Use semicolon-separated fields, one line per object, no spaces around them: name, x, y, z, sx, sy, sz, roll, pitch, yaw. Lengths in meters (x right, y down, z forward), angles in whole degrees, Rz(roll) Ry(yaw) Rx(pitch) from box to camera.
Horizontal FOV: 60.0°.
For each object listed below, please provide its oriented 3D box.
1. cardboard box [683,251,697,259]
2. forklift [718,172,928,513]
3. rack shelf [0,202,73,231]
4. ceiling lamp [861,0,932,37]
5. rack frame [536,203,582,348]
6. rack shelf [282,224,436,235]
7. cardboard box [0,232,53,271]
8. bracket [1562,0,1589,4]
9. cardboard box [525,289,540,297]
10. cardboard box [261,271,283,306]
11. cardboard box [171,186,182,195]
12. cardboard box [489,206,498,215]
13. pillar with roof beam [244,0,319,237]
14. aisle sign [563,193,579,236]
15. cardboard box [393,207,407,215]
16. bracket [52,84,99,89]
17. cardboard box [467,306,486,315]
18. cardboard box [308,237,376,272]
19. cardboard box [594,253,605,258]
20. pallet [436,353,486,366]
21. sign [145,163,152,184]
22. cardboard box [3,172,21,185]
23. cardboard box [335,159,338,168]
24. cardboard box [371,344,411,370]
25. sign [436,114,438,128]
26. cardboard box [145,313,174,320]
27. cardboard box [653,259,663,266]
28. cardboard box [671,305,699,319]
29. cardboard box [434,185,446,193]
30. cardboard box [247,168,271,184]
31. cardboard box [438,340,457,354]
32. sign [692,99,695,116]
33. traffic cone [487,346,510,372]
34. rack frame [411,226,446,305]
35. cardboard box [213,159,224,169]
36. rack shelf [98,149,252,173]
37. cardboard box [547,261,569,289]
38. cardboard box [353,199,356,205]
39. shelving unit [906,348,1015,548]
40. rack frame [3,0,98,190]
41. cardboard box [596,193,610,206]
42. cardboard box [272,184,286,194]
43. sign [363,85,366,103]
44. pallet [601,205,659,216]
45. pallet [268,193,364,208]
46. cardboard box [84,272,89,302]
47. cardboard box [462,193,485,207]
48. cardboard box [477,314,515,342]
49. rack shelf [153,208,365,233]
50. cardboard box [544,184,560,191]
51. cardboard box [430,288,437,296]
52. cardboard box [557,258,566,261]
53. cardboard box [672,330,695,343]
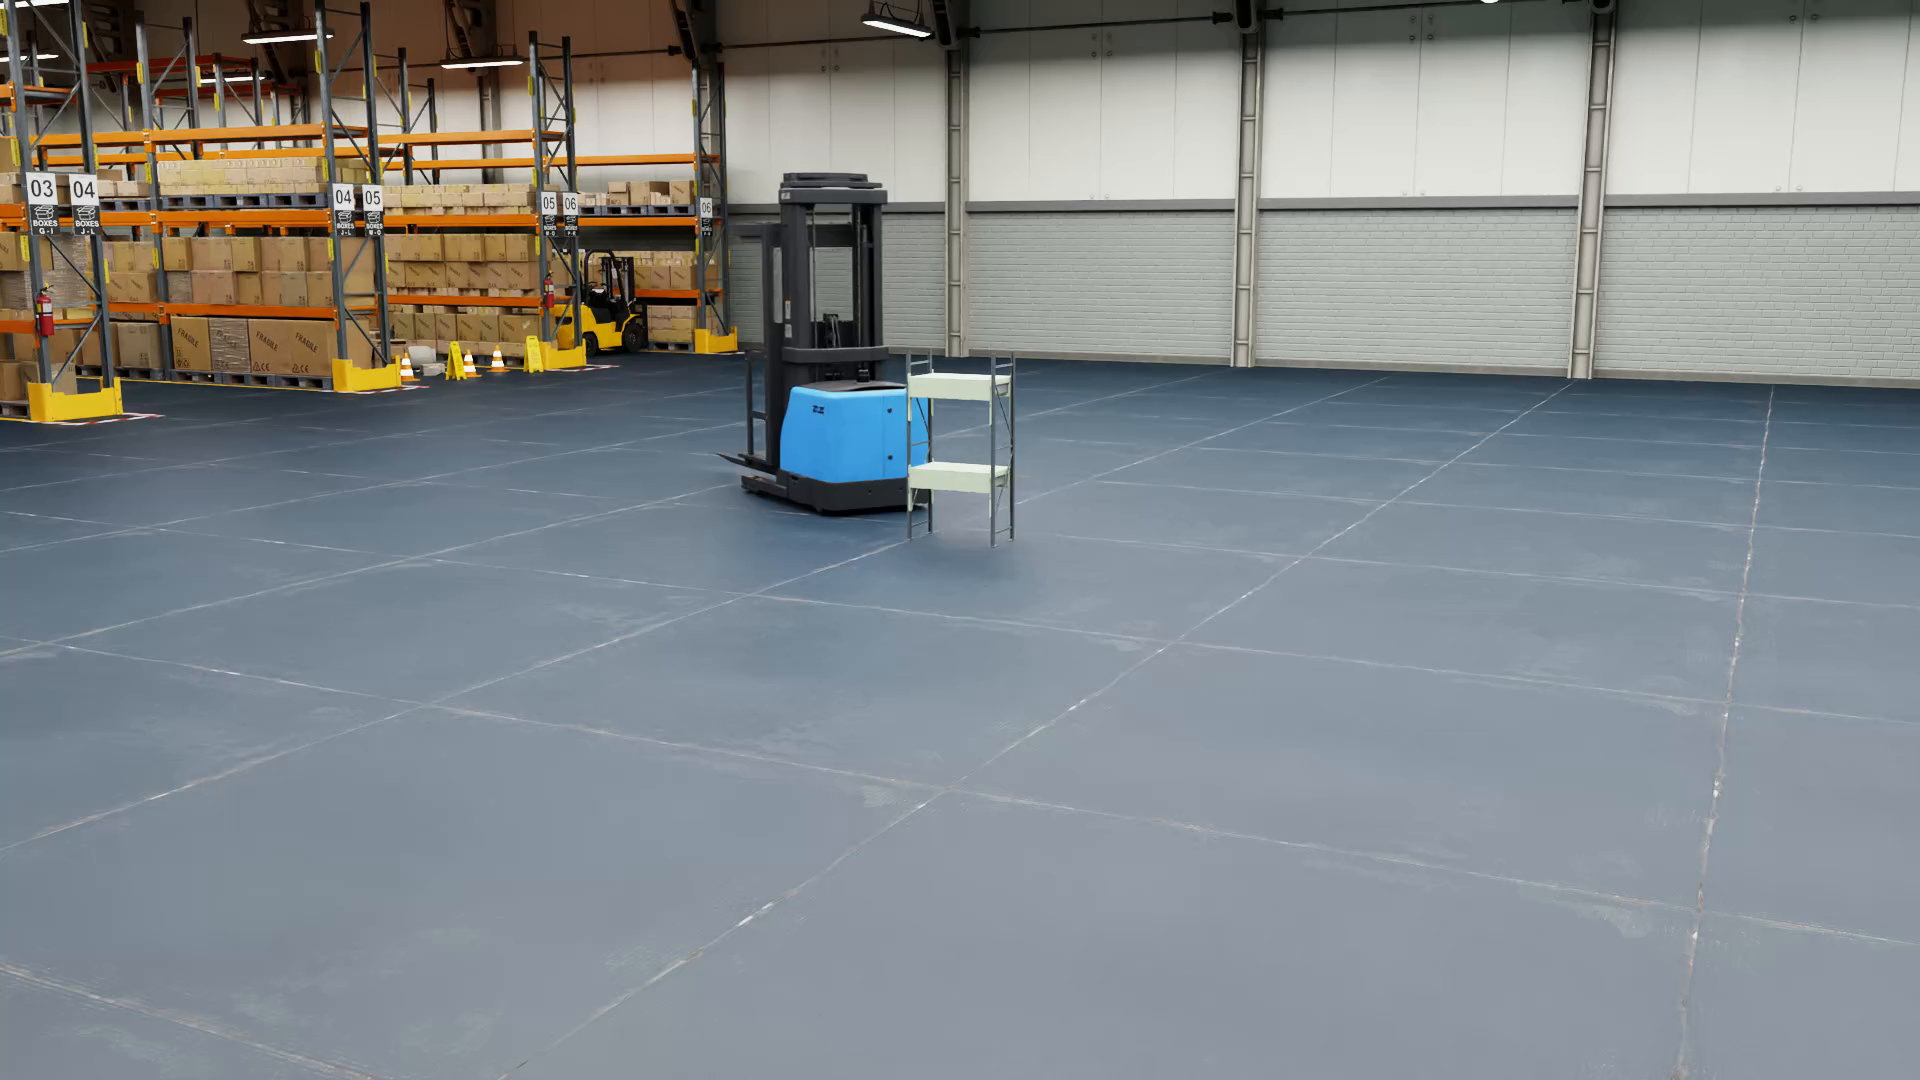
cardboard box;-5.624;-6.005;35.051;0.250;0.149;0.380;5;11;26
forklift;-1.408;-1.895;15.470;1.130;2.935;3.031;-6;12;-29
rack shelf;-13.581;-4.400;22.715;4.000;0.370;1.077;5;11;26
ceiling lamp;-0.832;-10.171;27.772;0.800;3.185;2.000;5;11;26
rack frame;-7.402;-4.703;30.792;0.127;3.000;1.000;5;11;26
rack shelf;-14.177;-7.406;39.325;4.000;0.370;1.077;5;11;26
cardboard box;-12.390;-3.811;21.944;0.500;0.500;0.500;5;11;26
bracket;10.178;-8.975;27.448;0.430;0.232;0.235;5;11;26
cardboard box;-7.832;-4.574;30.788;0.250;0.149;0.380;5;12;28
cardboard box;-10.804;-4.104;27.063;0.550;0.550;0.875;5;11;26
cardboard box;-12.680;-5.725;27.261;0.250;0.149;0.380;5;11;26
cardboard box;-8.505;-6.110;30.850;0.250;0.149;0.380;5;11;26
pillar with roof beam;-18.101;-8.905;37.164;0.548;9.000;9.100;5;11;26
aisle sign;-7.210;-6.027;30.807;0.004;0.787;0.394;5;11;26
cardboard box;-10.609;-6.277;31.771;0.250;0.149;0.380;5;11;26
bracket;-24.612;-12.032;44.338;5.218;0.066;0.076;5;11;26
cardboard box;-9.055;-4.326;31.323;0.250;0.149;0.380;6;12;28
cardboard box;-9.818;-4.545;26.466;0.550;0.550;0.875;5;11;26
cardboard box;-7.705;-6.176;35.992;0.250;0.149;0.380;5;11;25
pallet;-9.273;-3.503;31.991;1.213;0.211;1.003;5;11;26
sign;-13.320;-6.017;27.297;0.005;0.325;0.100;5;11;26
cardboard box;-12.174;-4.690;21.603;0.250;0.149;0.380;5;11;26
cardboard box;-9.885;-6.002;26.554;0.250;0.149;0.380;5;11;26
cardboard box;-10.098;-3.208;29.545;0.637;0.503;0.797;-2;11;-14
sign;-12.141;-9.705;38.517;0.005;0.325;0.100;5;11;26
cardboard box;-16.759;-4.703;35.583;0.875;0.875;0.875;5;12;27
cardboard box;-6.309;-5.914;35.381;0.250;0.149;0.380;5;11;25
cardboard box;-5.760;-4.828;35.217;0.500;0.250;0.500;5;12;28
cardboard box;-9.659;-6.592;31.274;0.250;0.149;0.380;5;11;25
cardboard box;-10.963;-5.782;26.458;0.500;0.250;0.500;5;11;25
cardboard box;-9.619;-3.700;31.795;0.500;0.250;0.500;5;11;25
sign;-5.462;-8.861;34.077;0.005;0.325;0.100;5;11;26
traffic cone;-8.359;-3.282;30.067;0.334;0.463;0.336;5;11;26
rack frame;-12.384;-6.126;38.657;0.127;3.000;1.000;5;11;26
cardboard box;-11.771;-6.037;26.748;0.250;0.149;0.380;5;11;26
rack shelf;-16.370;-7.892;34.711;4.000;0.370;1.077;5;11;26
cardboard box;-7.704;-4.980;31.207;0.500;0.500;0.500;5;11;25
cardboard box;-11.577;-6.650;32.369;0.500;0.250;0.500;5;11;25
shelving unit;0.006;-0.737;13.094;0.755;1.500;0.431;5;11;26
rack frame;-11.787;-6.072;21.513;0.127;3.000;1.000;5;11;26
cardboard box;-7.600;-7.311;35.700;0.258;0.266;0.396;5;11;24
cardboard box;-10.633;-5.545;26.267;0.250;0.149;0.380;5;11;26
sign;-11.230;-8.418;31.410;0.005;0.325;0.100;5;11;26
pallet;-6.930;-7.084;35.775;1.213;0.211;1.003;5;11;26
pallet;-10.172;-5.393;26.434;1.213;0.211;1.003;5;11;26
cardboard box;-15.038;-4.386;28.763;0.500;0.500;0.500;5;11;25
cardboard box;-8.898;-6.329;30.938;0.500;0.250;0.500;5;12;27
cardboard box;-8.706;-3.987;31.276;0.500;0.500;0.500;6;12;28
rack shelf;-11.296;-5.184;27.047;4.000;0.370;1.077;5;11;26
cardboard box;-7.631;-6.508;30.811;0.250;0.149;0.380;5;11;25
cardboard box;-9.888;-4.750;31.756;0.250;0.149;0.380;5;11;26
cardboard box;-8.627;-6.112;36.478;0.250;0.149;0.380;5;11;25
cardboard box;-5.771;-4.336;35.307;0.500;0.250;0.500;5;11;26
